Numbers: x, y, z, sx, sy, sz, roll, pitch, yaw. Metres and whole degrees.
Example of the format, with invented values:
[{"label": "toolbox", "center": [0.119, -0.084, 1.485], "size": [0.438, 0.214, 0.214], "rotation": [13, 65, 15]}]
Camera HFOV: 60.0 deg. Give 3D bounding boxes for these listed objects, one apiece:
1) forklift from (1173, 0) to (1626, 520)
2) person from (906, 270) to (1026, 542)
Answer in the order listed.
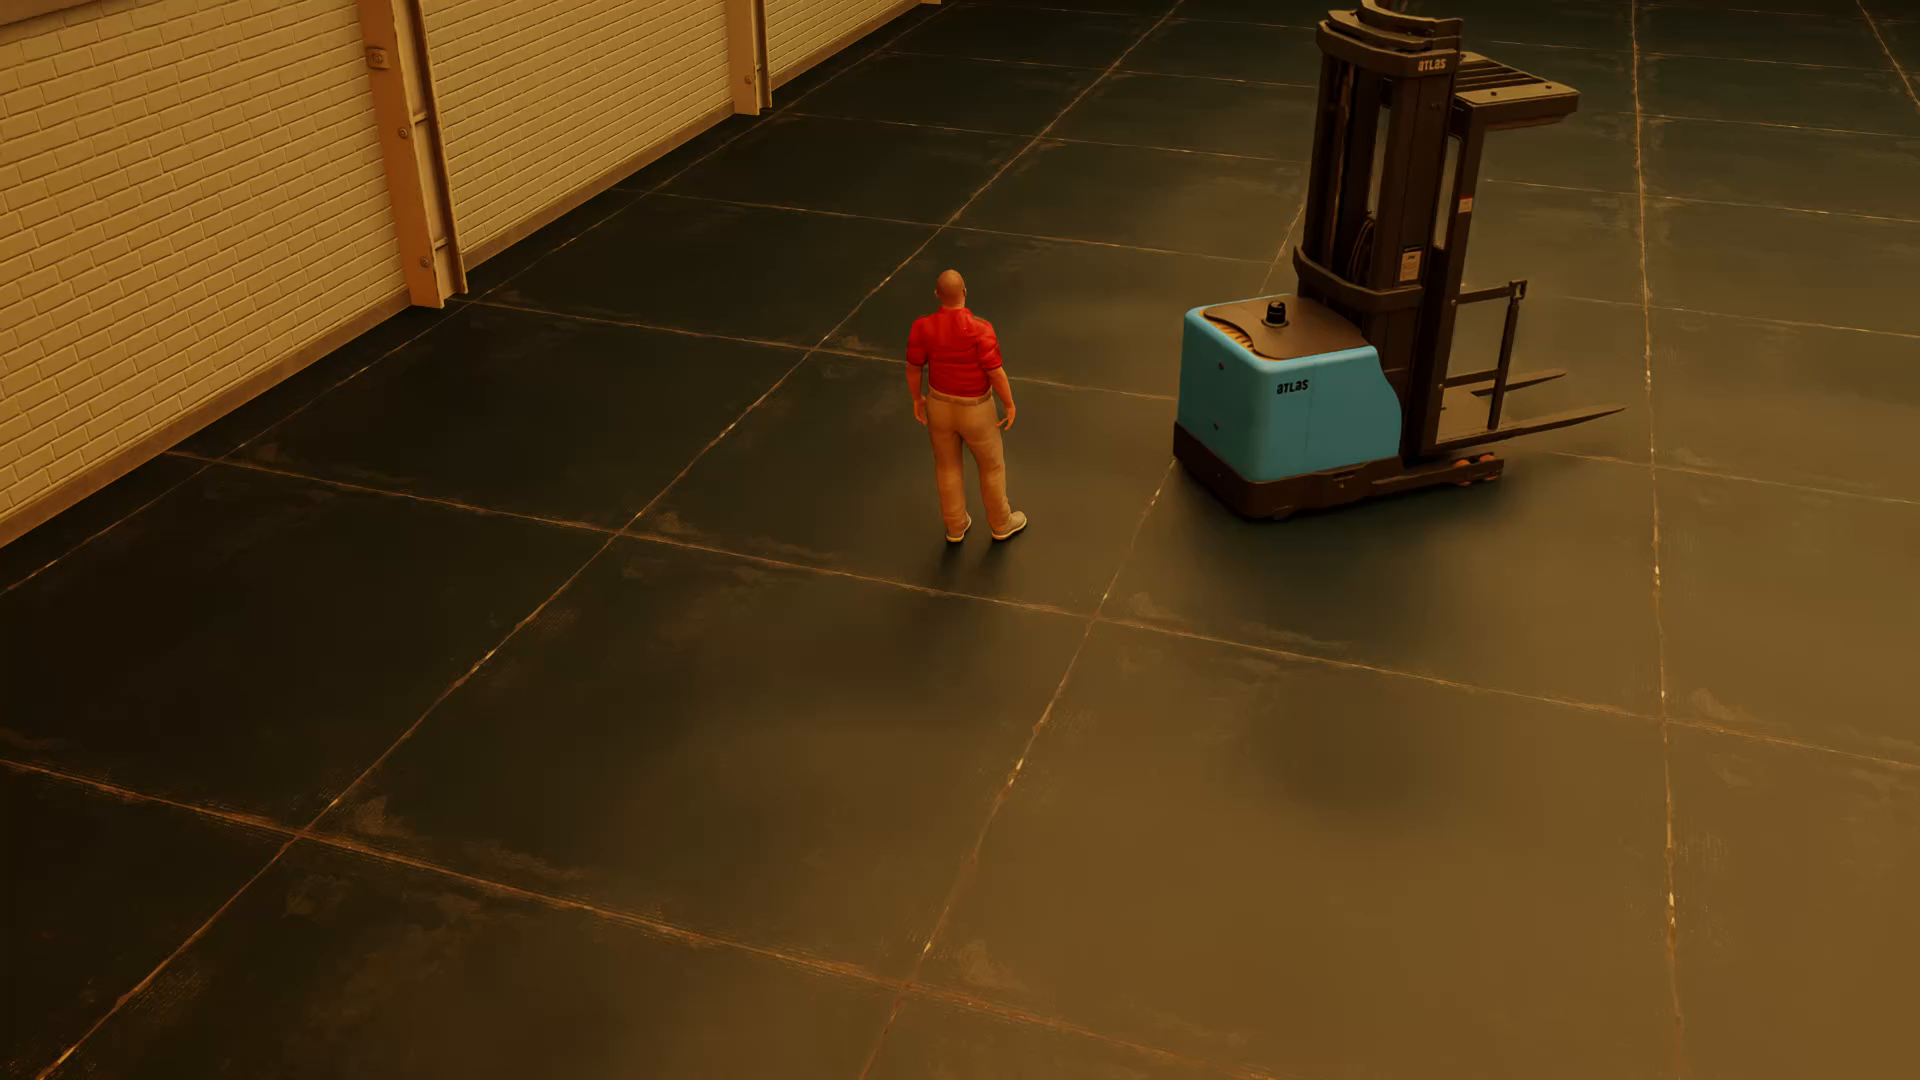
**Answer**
[{"label": "forklift", "center": [2.970, -1.851, 10.384], "size": [3.031, 2.935, 1.130], "rotation": [-11, 32, -19]}, {"label": "person", "center": [0.040, -0.798, 9.735], "size": [0.642, 1.727, 0.550], "rotation": [10, 31, 16]}]
